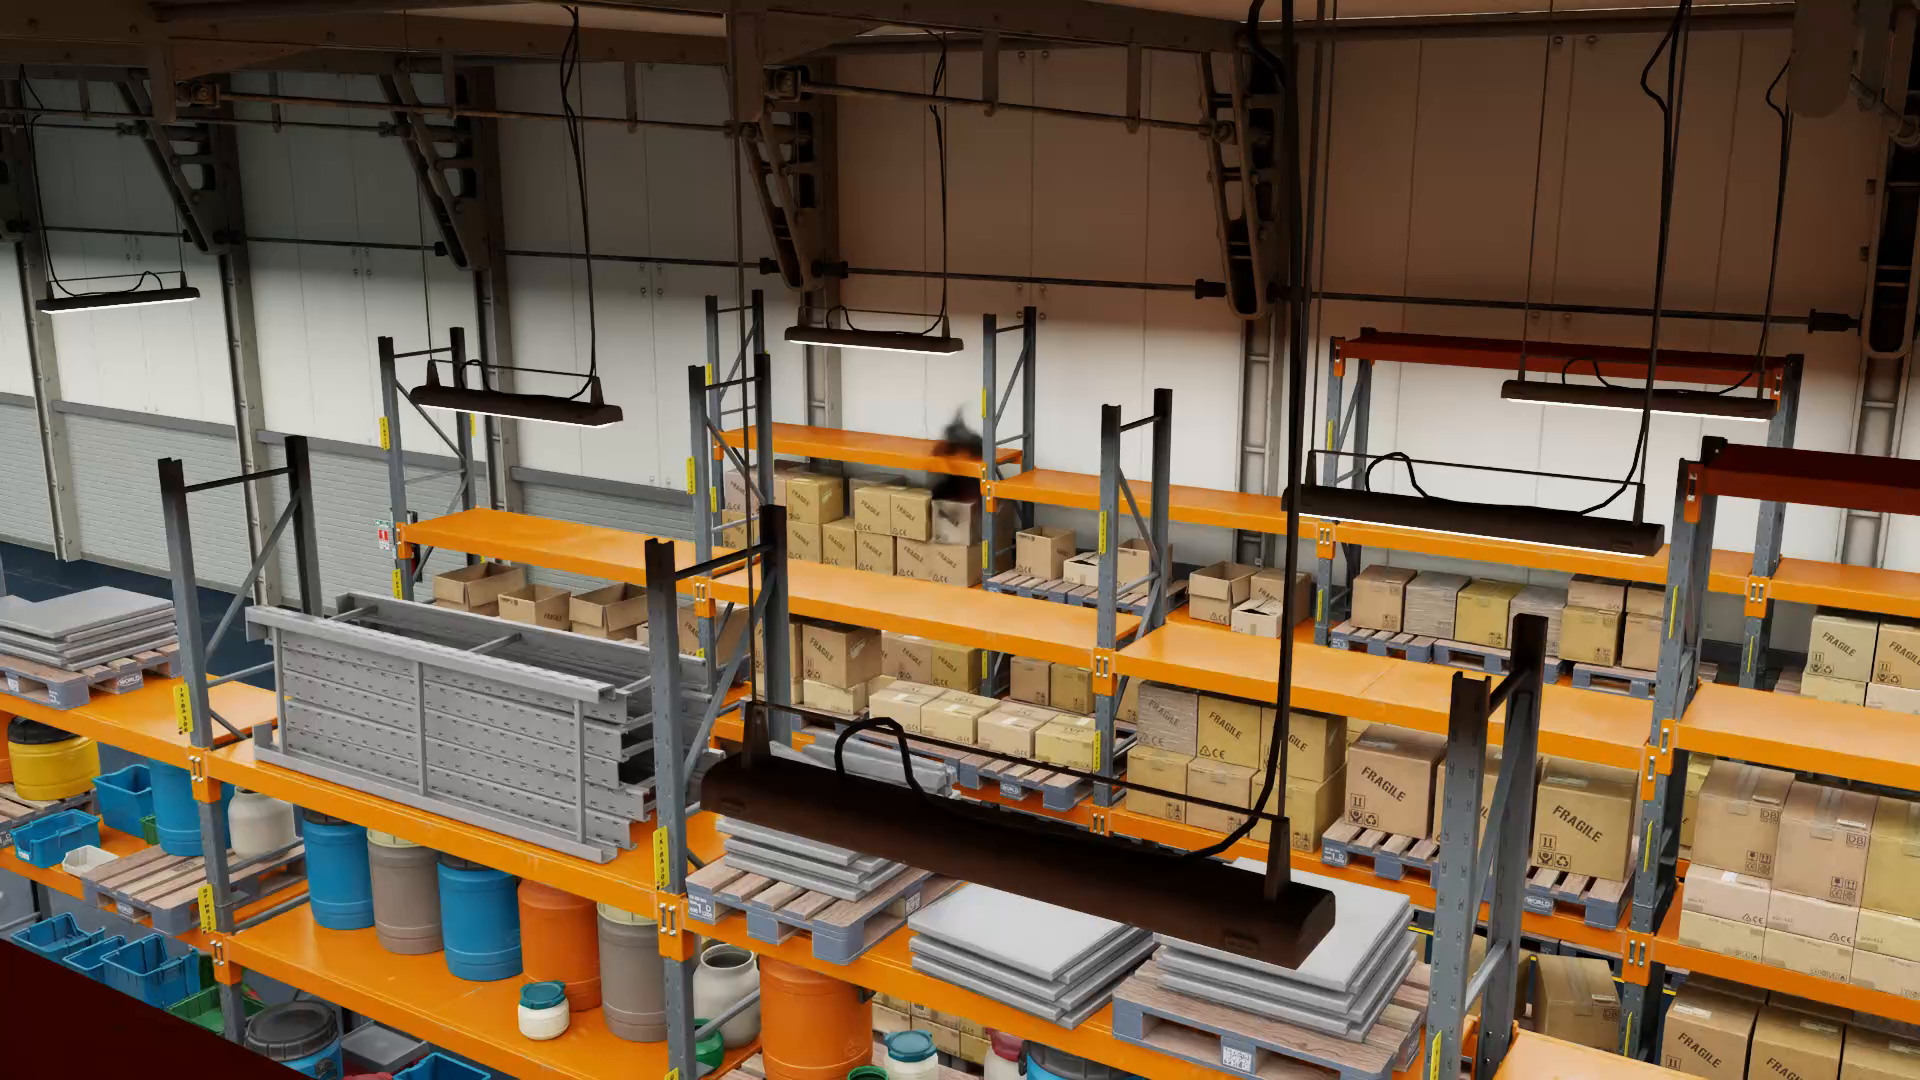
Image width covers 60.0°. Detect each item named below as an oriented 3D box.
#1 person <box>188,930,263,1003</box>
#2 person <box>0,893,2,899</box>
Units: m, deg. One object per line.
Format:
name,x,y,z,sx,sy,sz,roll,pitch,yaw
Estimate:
person,-6.562,3.627,14.764,0.987,1.786,0.656,7,15,26
person,-10.055,3.269,16.614,0.768,1.660,0.593,-9,16,-33
